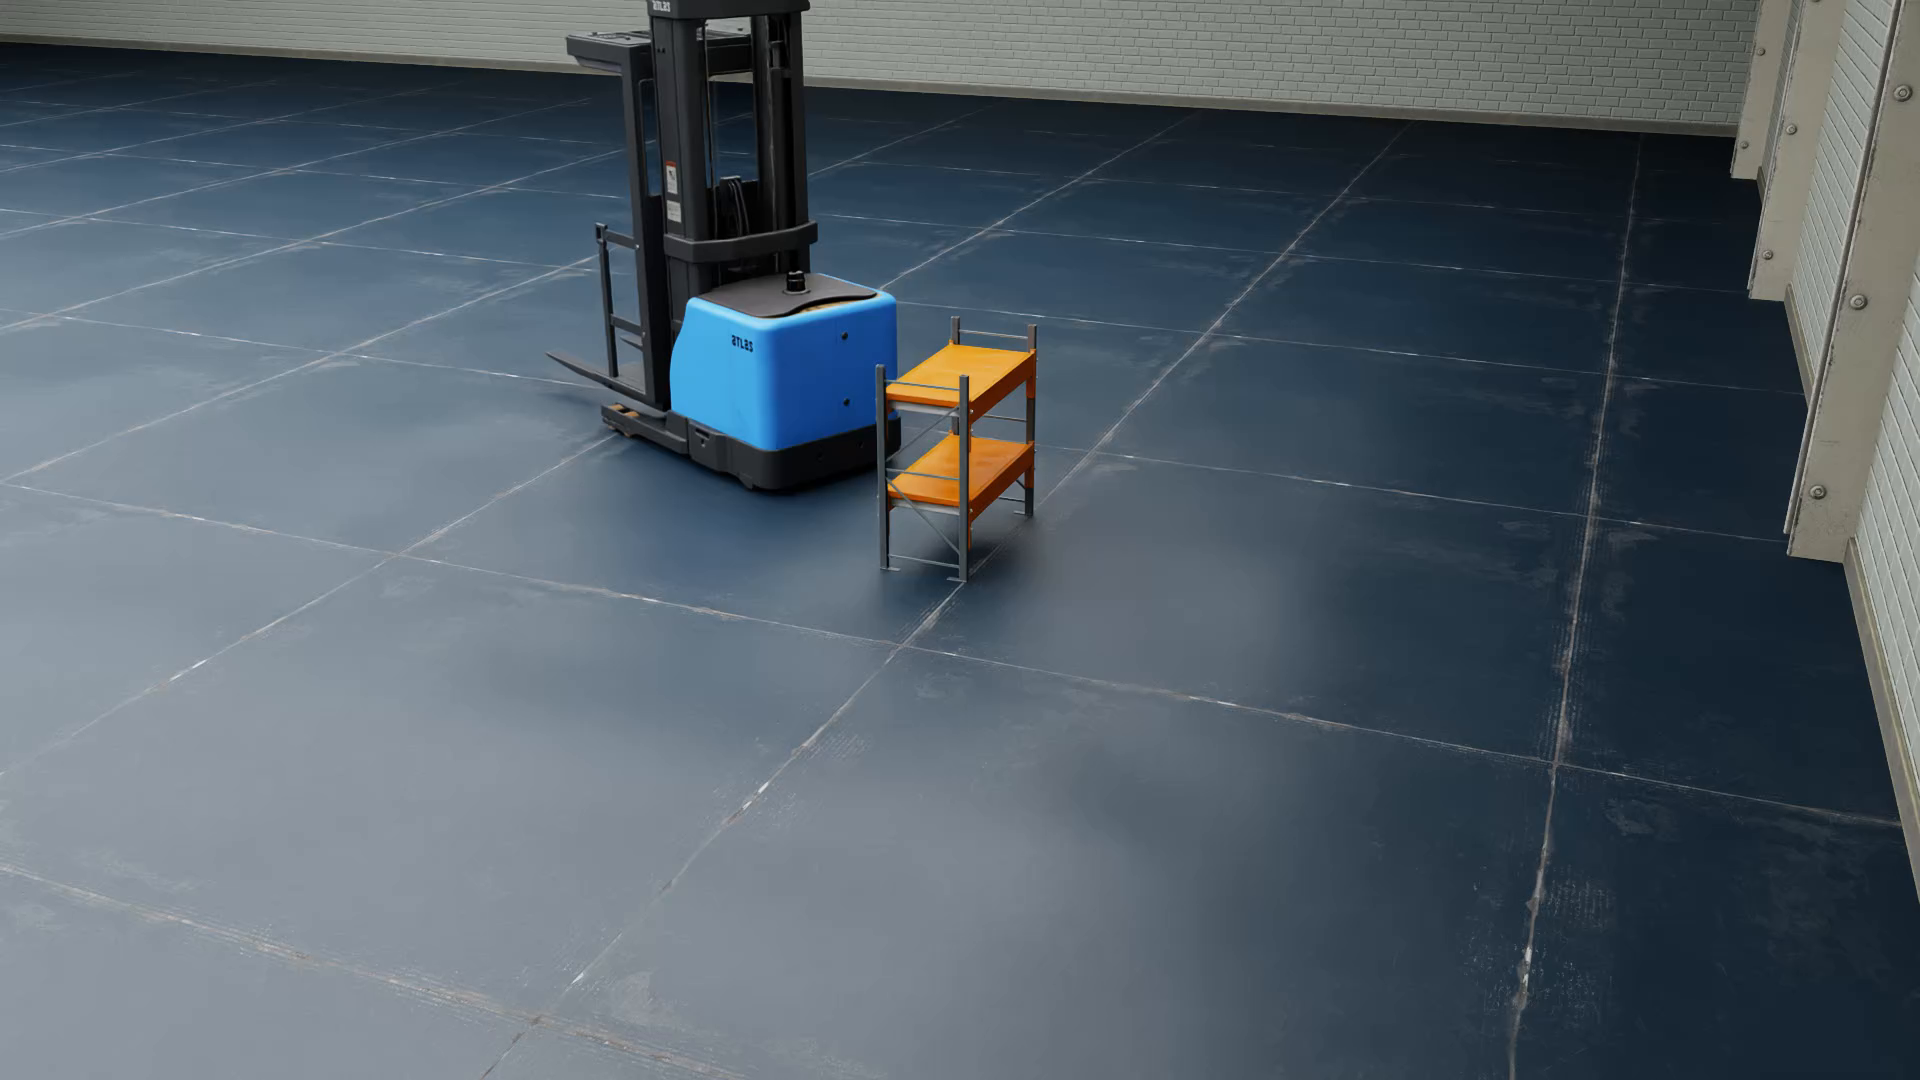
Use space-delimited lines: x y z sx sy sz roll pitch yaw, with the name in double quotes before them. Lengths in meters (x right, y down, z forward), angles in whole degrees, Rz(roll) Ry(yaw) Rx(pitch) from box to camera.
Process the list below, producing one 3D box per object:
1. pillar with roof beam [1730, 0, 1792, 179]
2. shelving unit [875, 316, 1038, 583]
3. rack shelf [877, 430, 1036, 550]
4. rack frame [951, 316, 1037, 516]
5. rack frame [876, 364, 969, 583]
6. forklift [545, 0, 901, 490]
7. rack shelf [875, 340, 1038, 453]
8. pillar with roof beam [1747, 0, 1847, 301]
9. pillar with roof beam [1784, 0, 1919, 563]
"pillar with roof beam" 5.180 -9.027 19.187 9.100 9.000 0.400 9 24 20
"shelving unit" -0.003 -0.517 9.027 0.538 1.125 1.048 9 24 20
"rack shelf" -0.003 -0.291 9.122 0.538 0.278 1.000 9 24 20
"rack frame" 0.186 -0.699 9.463 0.500 1.125 0.032 9 24 20
"rack frame" -0.191 -0.335 8.592 0.500 1.125 0.032 9 24 20
"forklift" -1.716 -2.138 10.565 1.130 2.935 3.031 -19 29 -38
"rack shelf" -0.003 -0.787 8.915 0.538 0.278 1.000 9 24 20
"pillar with roof beam" 2.952 -6.880 14.046 9.100 9.000 0.400 9 24 20
"pillar with roof beam" 0.723 -4.733 8.906 9.100 9.000 0.400 9 24 20
